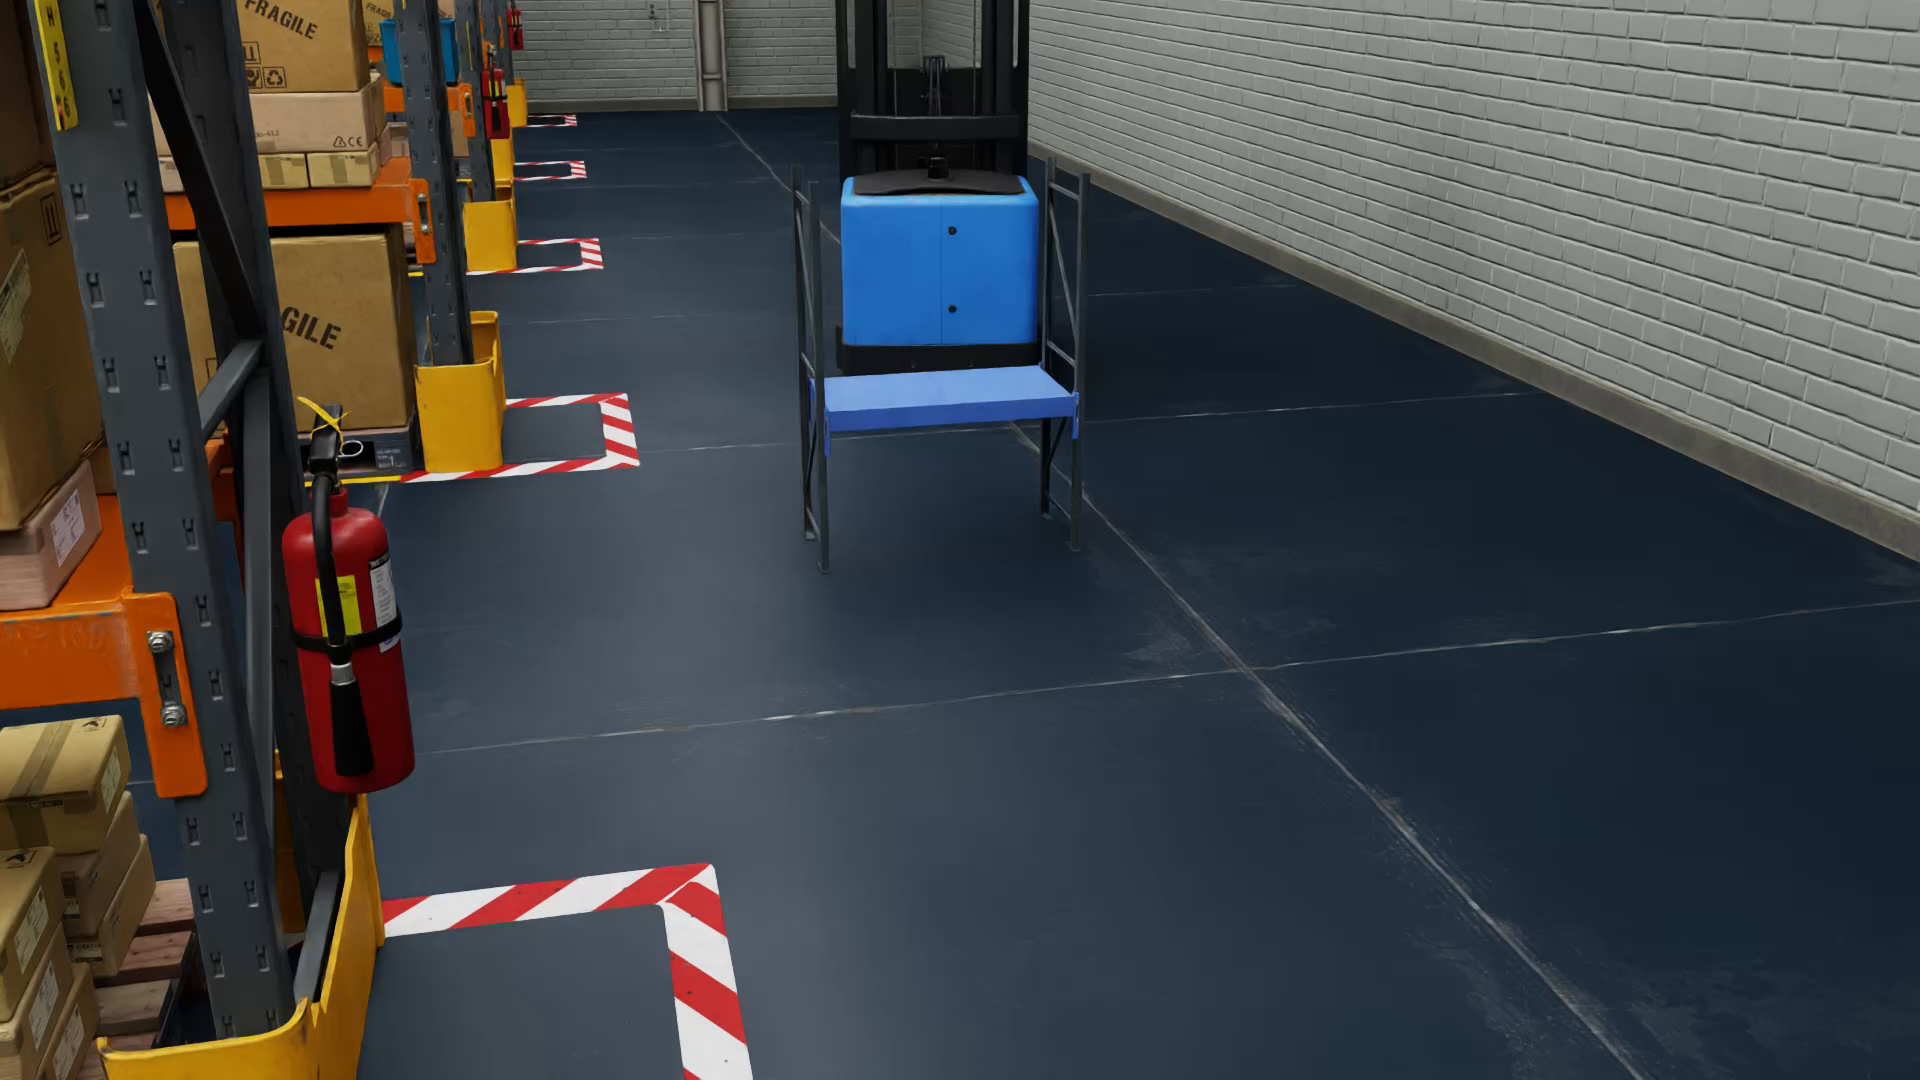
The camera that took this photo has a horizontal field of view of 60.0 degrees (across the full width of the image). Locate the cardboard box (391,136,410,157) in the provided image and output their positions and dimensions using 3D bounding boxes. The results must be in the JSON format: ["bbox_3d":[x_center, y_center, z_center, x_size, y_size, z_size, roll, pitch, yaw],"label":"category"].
[{"bbox_3d":[-5.612,-3.981,16.802,0.250,0.166,0.380,-5,21,-12],"label":"cardboard box"}]

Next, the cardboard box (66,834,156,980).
[{"bbox_3d":[-1.989,0.828,3.728,0.250,0.149,0.380,-4,21,-11],"label":"cardboard box"}]

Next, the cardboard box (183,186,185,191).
[{"bbox_3d":[-3.218,-1.619,7.239,0.250,0.149,0.380,-5,21,-12],"label":"cardboard box"}]

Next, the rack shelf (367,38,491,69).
[{"bbox_3d":[-6.671,-4.736,16.429,4.000,0.370,1.077,-5,21,-12],"label":"rack shelf"}]

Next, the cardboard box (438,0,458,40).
[{"bbox_3d":[-5.098,-5.153,16.375,0.500,0.500,0.500,-4,20,-11],"label":"cardboard box"}]

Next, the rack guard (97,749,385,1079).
[{"bbox_3d":[-1.480,0.932,3.544,0.348,0.500,1.175,-5,21,-12],"label":"rack guard"}]

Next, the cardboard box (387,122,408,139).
[{"bbox_3d":[-5.806,-4.160,17.169,0.500,0.250,0.500,-5,21,-12],"label":"cardboard box"}]

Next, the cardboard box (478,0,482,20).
[{"bbox_3d":[-6.362,-6.987,21.093,0.700,0.700,0.980,-4,20,-10],"label":"cardboard box"}]

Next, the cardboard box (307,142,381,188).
[{"bbox_3d":[-2.720,-1.660,7.350,0.250,0.149,0.380,-4,21,-11],"label":"cardboard box"}]

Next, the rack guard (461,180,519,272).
[{"bbox_3d":[-3.568,-2.407,12.658,0.348,0.500,1.175,-5,21,-12],"label":"rack guard"}]

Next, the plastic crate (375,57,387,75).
[{"bbox_3d":[-4.236,-3.571,12.499,0.298,0.136,0.250,-5,21,-12],"label":"plastic crate"}]

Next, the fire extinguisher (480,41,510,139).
[{"bbox_3d":[-3.337,-3.222,11.905,0.183,0.674,0.296,-5,21,-12],"label":"fire extinguisher"}]

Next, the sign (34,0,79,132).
[{"bbox_3d":[-1.298,-0.753,2.365,0.005,0.325,0.100,-5,21,-12],"label":"sign"}]

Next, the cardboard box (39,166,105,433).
[{"bbox_3d":[-1.906,-0.491,3.218,0.500,0.500,0.500,-4,20,-10],"label":"cardboard box"}]

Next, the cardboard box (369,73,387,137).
[{"bbox_3d":[-2.978,-2.038,7.802,0.500,0.250,0.500,-5,21,-14],"label":"cardboard box"}]

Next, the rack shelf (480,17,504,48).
[{"bbox_3d":[-7.815,-6.394,20.955,4.000,0.370,1.077,-5,21,-12],"label":"rack shelf"}]

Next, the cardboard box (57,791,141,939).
[{"bbox_3d":[-1.975,0.709,3.619,0.250,0.149,0.380,-4,20,-10],"label":"cardboard box"}]

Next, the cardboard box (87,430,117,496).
[{"bbox_3d":[-1.797,-0.214,3.403,0.250,0.149,0.380,-5,21,-13],"label":"cardboard box"}]

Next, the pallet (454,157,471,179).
[{"bbox_3d":[-5.574,-3.853,17.028,1.213,0.211,1.003,-5,21,-12],"label":"pallet"}]

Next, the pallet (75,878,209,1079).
[{"bbox_3d":[-2.279,1.120,3.450,1.213,0.211,1.003,-5,21,-12],"label":"pallet"}]

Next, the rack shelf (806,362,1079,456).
[{"bbox_3d":[-0.083,-0.529,6.600,1.000,0.185,0.538,-5,21,-12],"label":"rack shelf"}]

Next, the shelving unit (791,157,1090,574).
[{"bbox_3d":[-0.083,-0.697,6.538,1.048,1.500,0.538,-5,21,-12],"label":"shelving unit"}]

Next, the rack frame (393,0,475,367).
[{"bbox_3d":[-2.449,-1.916,7.685,0.127,3.000,1.000,-5,21,-12],"label":"rack frame"}]

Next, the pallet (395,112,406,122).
[{"bbox_3d":[-6.628,-5.491,21.499,1.213,0.211,1.003,-5,21,-12],"label":"pallet"}]

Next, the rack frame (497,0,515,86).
[{"bbox_3d":[-5.868,-6.890,21.263,0.127,3.000,1.000,-5,21,-12],"label":"rack frame"}]

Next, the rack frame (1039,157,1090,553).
[{"bbox_3d":[0.412,-0.738,6.648,0.032,1.500,0.500,-5,21,-12],"label":"rack frame"}]

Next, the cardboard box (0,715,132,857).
[{"bbox_3d":[-1.994,0.542,3.643,0.250,0.149,0.380,-6,21,-15],"label":"cardboard box"}]

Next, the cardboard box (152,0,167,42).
[{"bbox_3d":[-3.465,-2.350,7.565,0.500,0.500,0.500,-5,21,-14],"label":"cardboard box"}]

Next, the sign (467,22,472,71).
[{"bbox_3d":[-3.446,-3.468,11.683,0.005,0.325,0.100,-5,21,-12],"label":"sign"}]

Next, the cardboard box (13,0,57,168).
[{"bbox_3d":[-1.904,-0.957,3.036,0.500,0.500,0.500,-5,21,-13],"label":"cardboard box"}]

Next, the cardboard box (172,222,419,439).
[{"bbox_3d":[-3.053,-1.038,7.766,0.875,0.875,0.875,-5,21,-12],"label":"cardboard box"}]

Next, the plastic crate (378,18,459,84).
[{"bbox_3d":[-3.872,-3.530,11.951,0.499,0.435,0.616,-5,21,-12],"label":"plastic crate"}]

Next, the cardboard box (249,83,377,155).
[{"bbox_3d":[-2.859,-1.858,7.312,0.500,0.250,0.500,-5,21,-13],"label":"cardboard box"}]

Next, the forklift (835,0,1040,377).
[{"bbox_3d":[-0.166,-2.624,9.716,1.130,2.935,3.031,-1,20,-2],"label":"forklift"}]

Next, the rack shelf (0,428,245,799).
[{"bbox_3d":[-3.352,0.248,2.822,4.000,0.370,1.077,-5,21,-12],"label":"rack shelf"}]

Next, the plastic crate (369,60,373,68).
[{"bbox_3d":[-4.341,-3.353,11.904,0.243,0.136,0.396,-5,21,-12],"label":"plastic crate"}]

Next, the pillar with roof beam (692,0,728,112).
[{"bbox_3d":[-2.449,-8.769,17.672,0.400,9.000,9.100,-5,21,-12],"label":"pillar with roof beam"}]
